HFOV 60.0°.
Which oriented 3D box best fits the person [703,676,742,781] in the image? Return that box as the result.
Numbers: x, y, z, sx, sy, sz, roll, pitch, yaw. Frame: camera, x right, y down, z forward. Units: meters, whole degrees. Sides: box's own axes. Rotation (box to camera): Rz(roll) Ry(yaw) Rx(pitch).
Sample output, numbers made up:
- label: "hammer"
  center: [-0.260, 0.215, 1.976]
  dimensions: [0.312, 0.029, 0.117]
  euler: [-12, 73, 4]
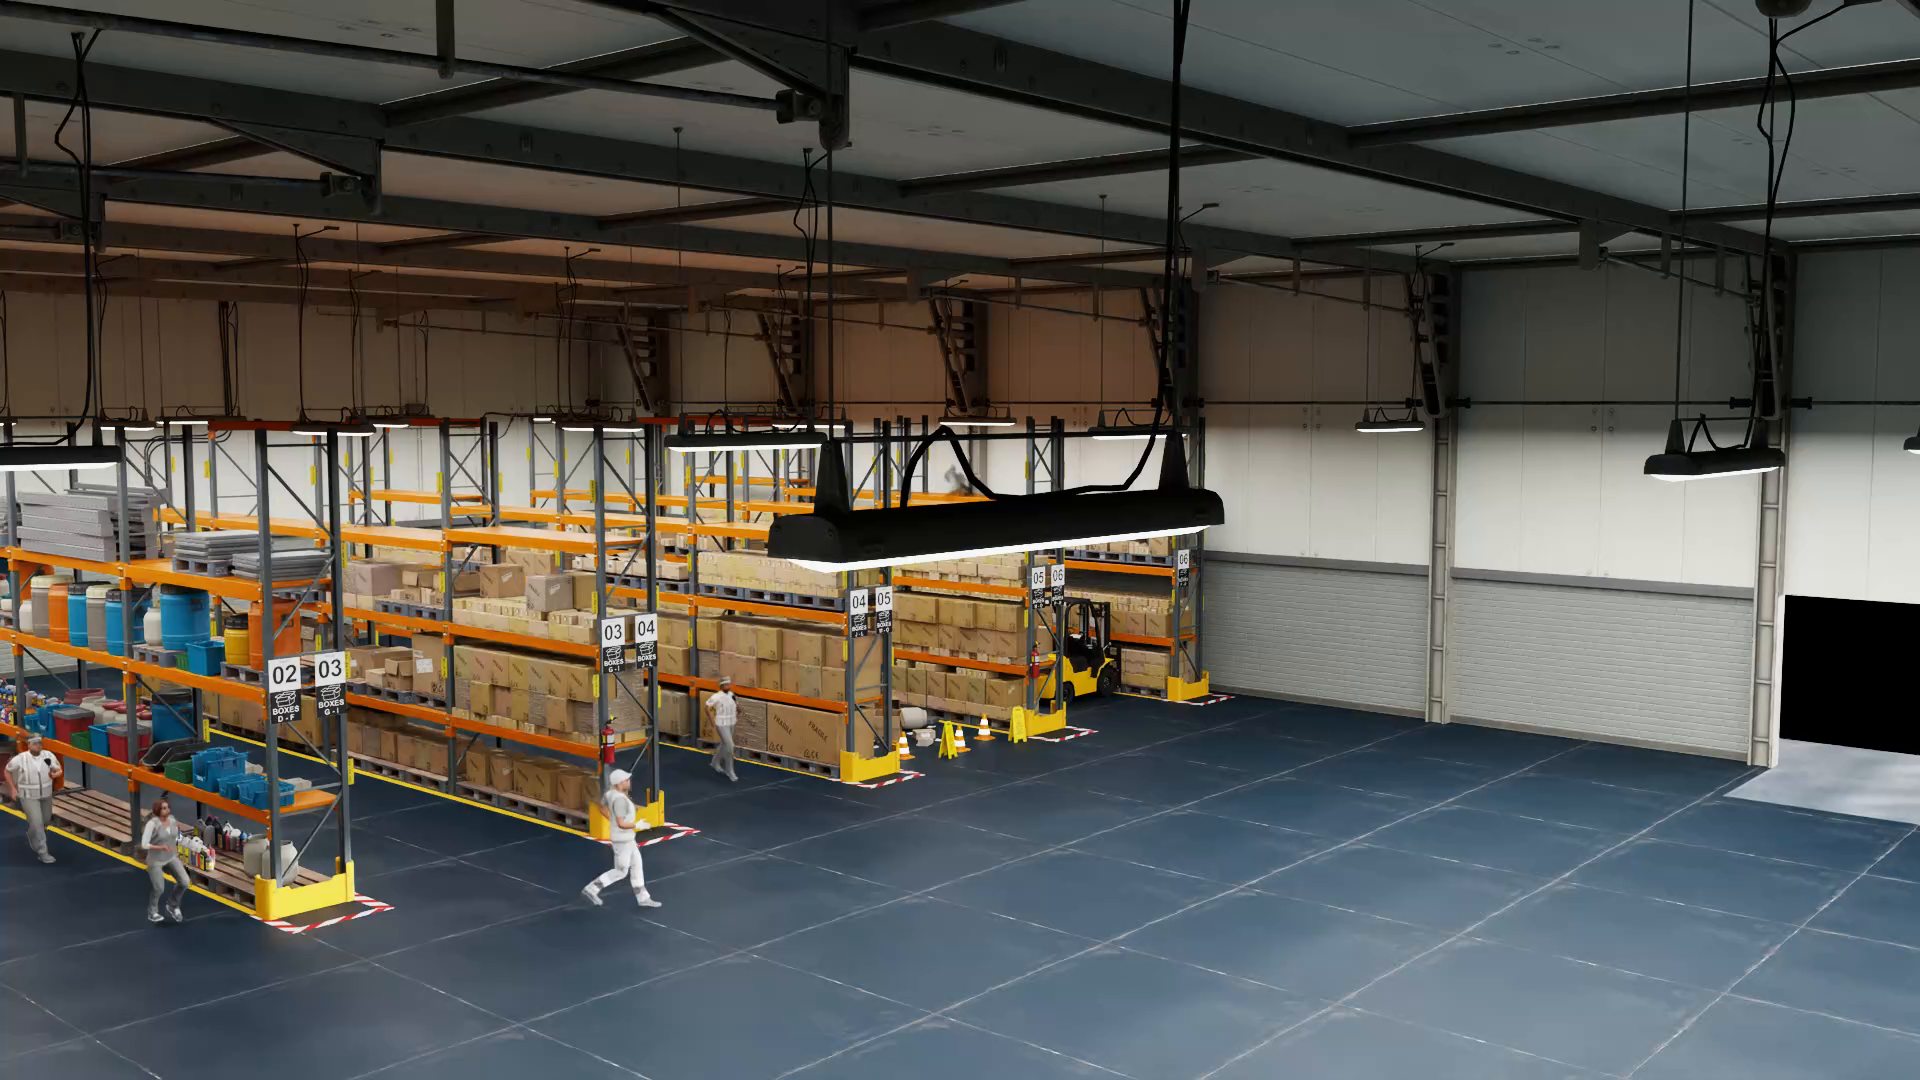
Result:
- label: "person"
  center: [-3.972, 3.156, 28.034]
  dimensions: [0.781, 1.755, 0.549]
  euler: [3, 6, 34]

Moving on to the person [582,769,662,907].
- label: "person"
  center: [-4.207, 3.725, 20.628]
  dimensions: [0.985, 1.787, 0.667]
  euler: [-1, 5, -17]

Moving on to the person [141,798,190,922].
- label: "person"
  center: [-9.592, 3.883, 20.039]
  dimensions: [0.683, 1.524, 0.565]
  euler: [3, 6, 31]

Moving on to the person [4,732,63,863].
- label: "person"
  center: [-12.763, 3.514, 22.968]
  dimensions: [0.971, 1.763, 0.663]
  euler: [4, 6, 39]
